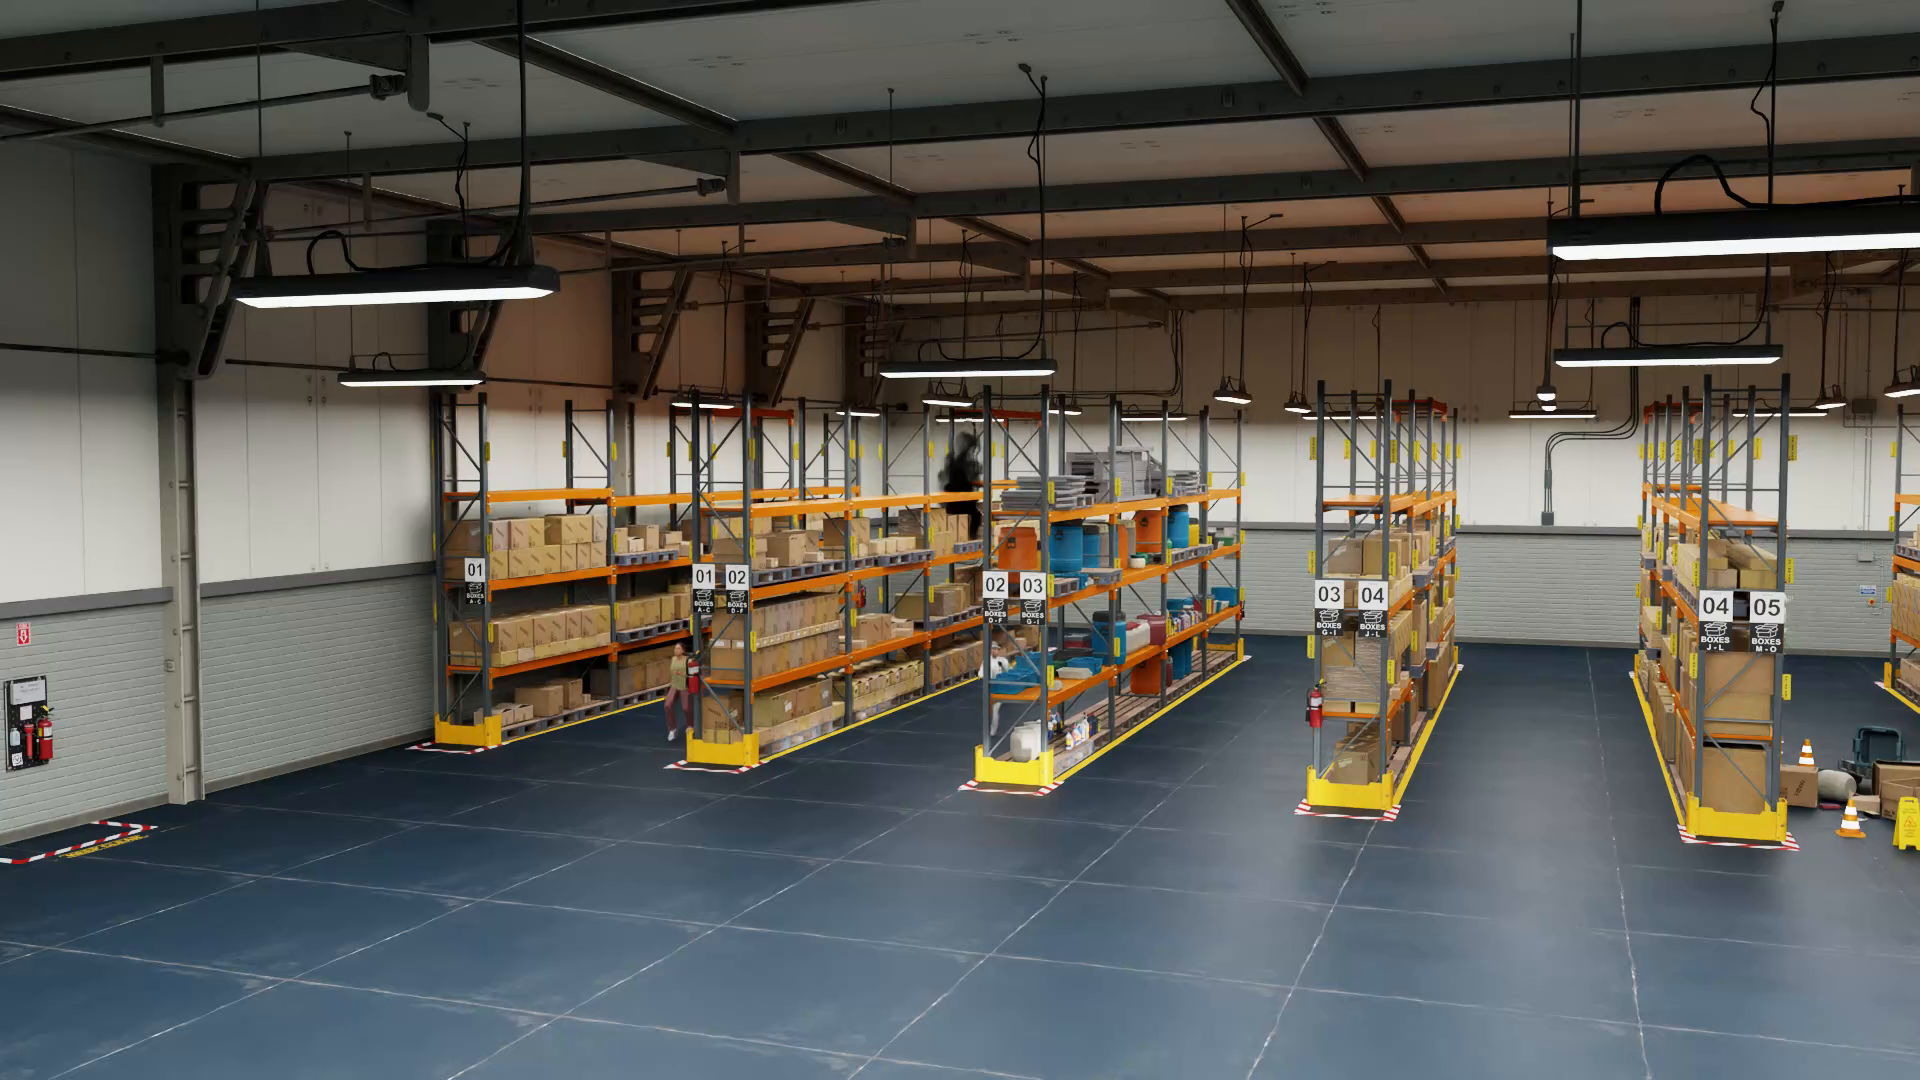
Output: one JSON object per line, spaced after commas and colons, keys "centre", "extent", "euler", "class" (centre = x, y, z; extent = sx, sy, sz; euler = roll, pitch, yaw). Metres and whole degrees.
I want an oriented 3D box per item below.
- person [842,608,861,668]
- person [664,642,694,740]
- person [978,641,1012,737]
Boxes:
{"centre": [-2.288, 2.279, 35.183], "extent": [0.658, 1.683, 0.602], "euler": [1, 3, 13], "class": "person"}
{"centre": [-4.846, 2.632, 29.132], "extent": [0.556, 1.708, 0.787], "euler": [1, 3, 18], "class": "person"}
{"centre": [0.629, 2.607, 29.383], "extent": [0.619, 1.657, 0.684], "euler": [1, 3, 15], "class": "person"}
